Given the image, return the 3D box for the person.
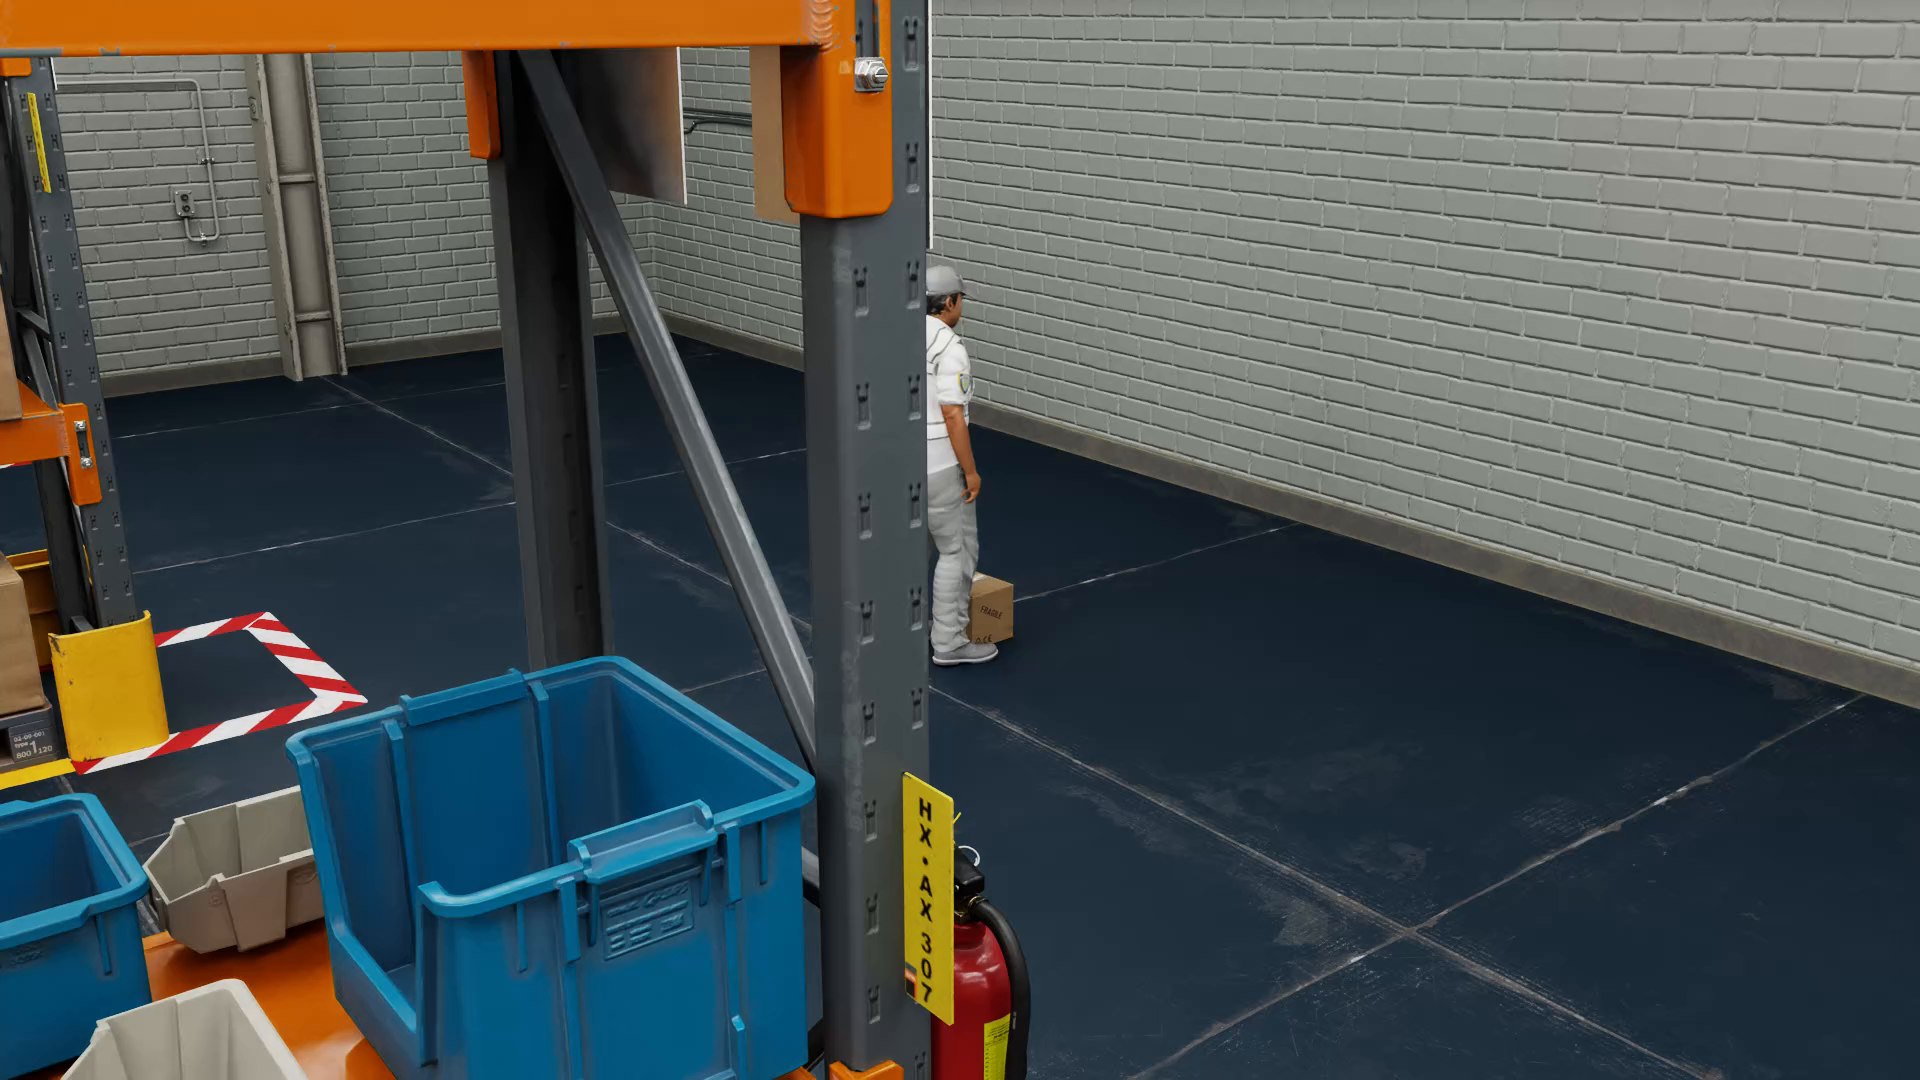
[{"bbox_3d":[-0.107,-0.318,7.029,0.465,1.666,0.538,-13,22,-36],"label":"person"}]
